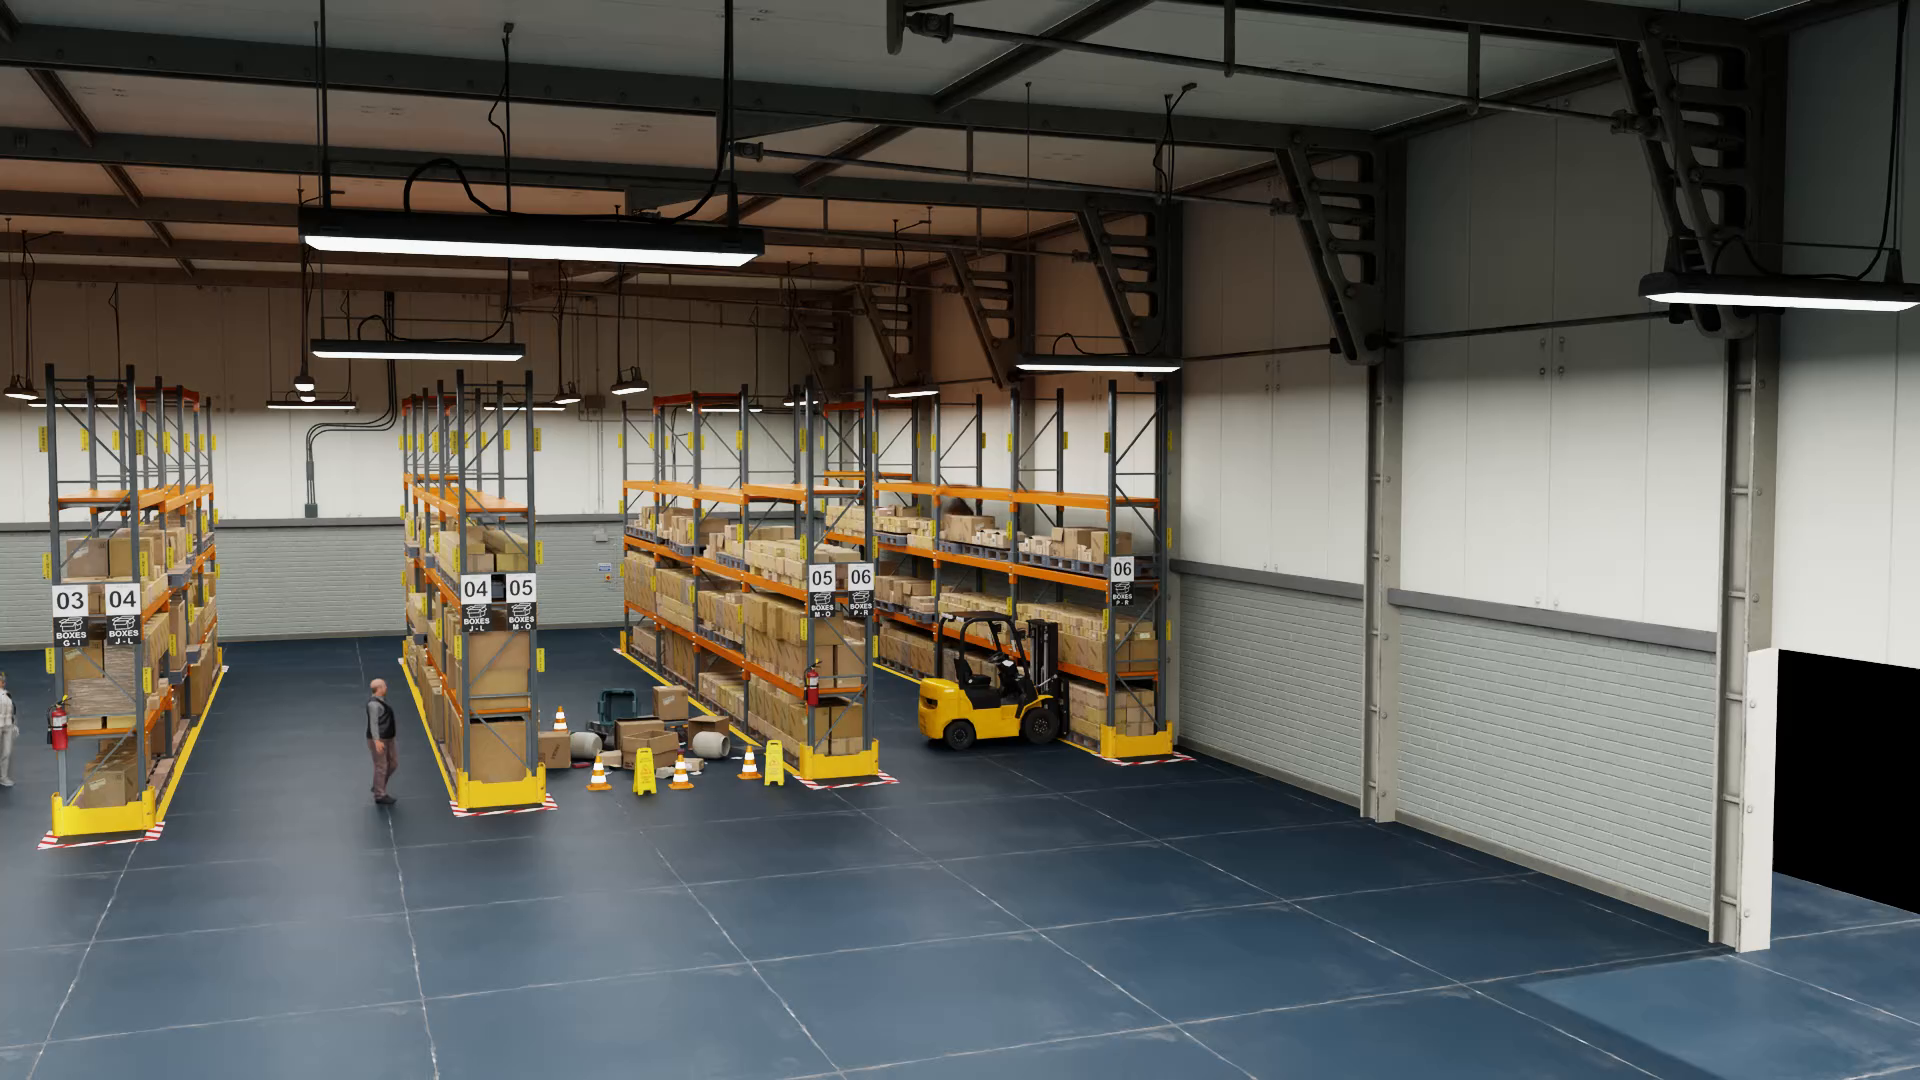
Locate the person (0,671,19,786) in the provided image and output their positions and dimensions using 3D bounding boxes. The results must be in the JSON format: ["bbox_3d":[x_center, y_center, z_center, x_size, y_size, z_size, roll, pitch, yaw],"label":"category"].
[{"bbox_3d":[-14.005,2.789,24.266,0.349,1.760,0.535,1,4,23],"label":"person"}]

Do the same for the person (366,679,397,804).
[{"bbox_3d":[-8.074,2.795,23.192,0.490,1.731,0.602,0,3,1],"label":"person"}]
